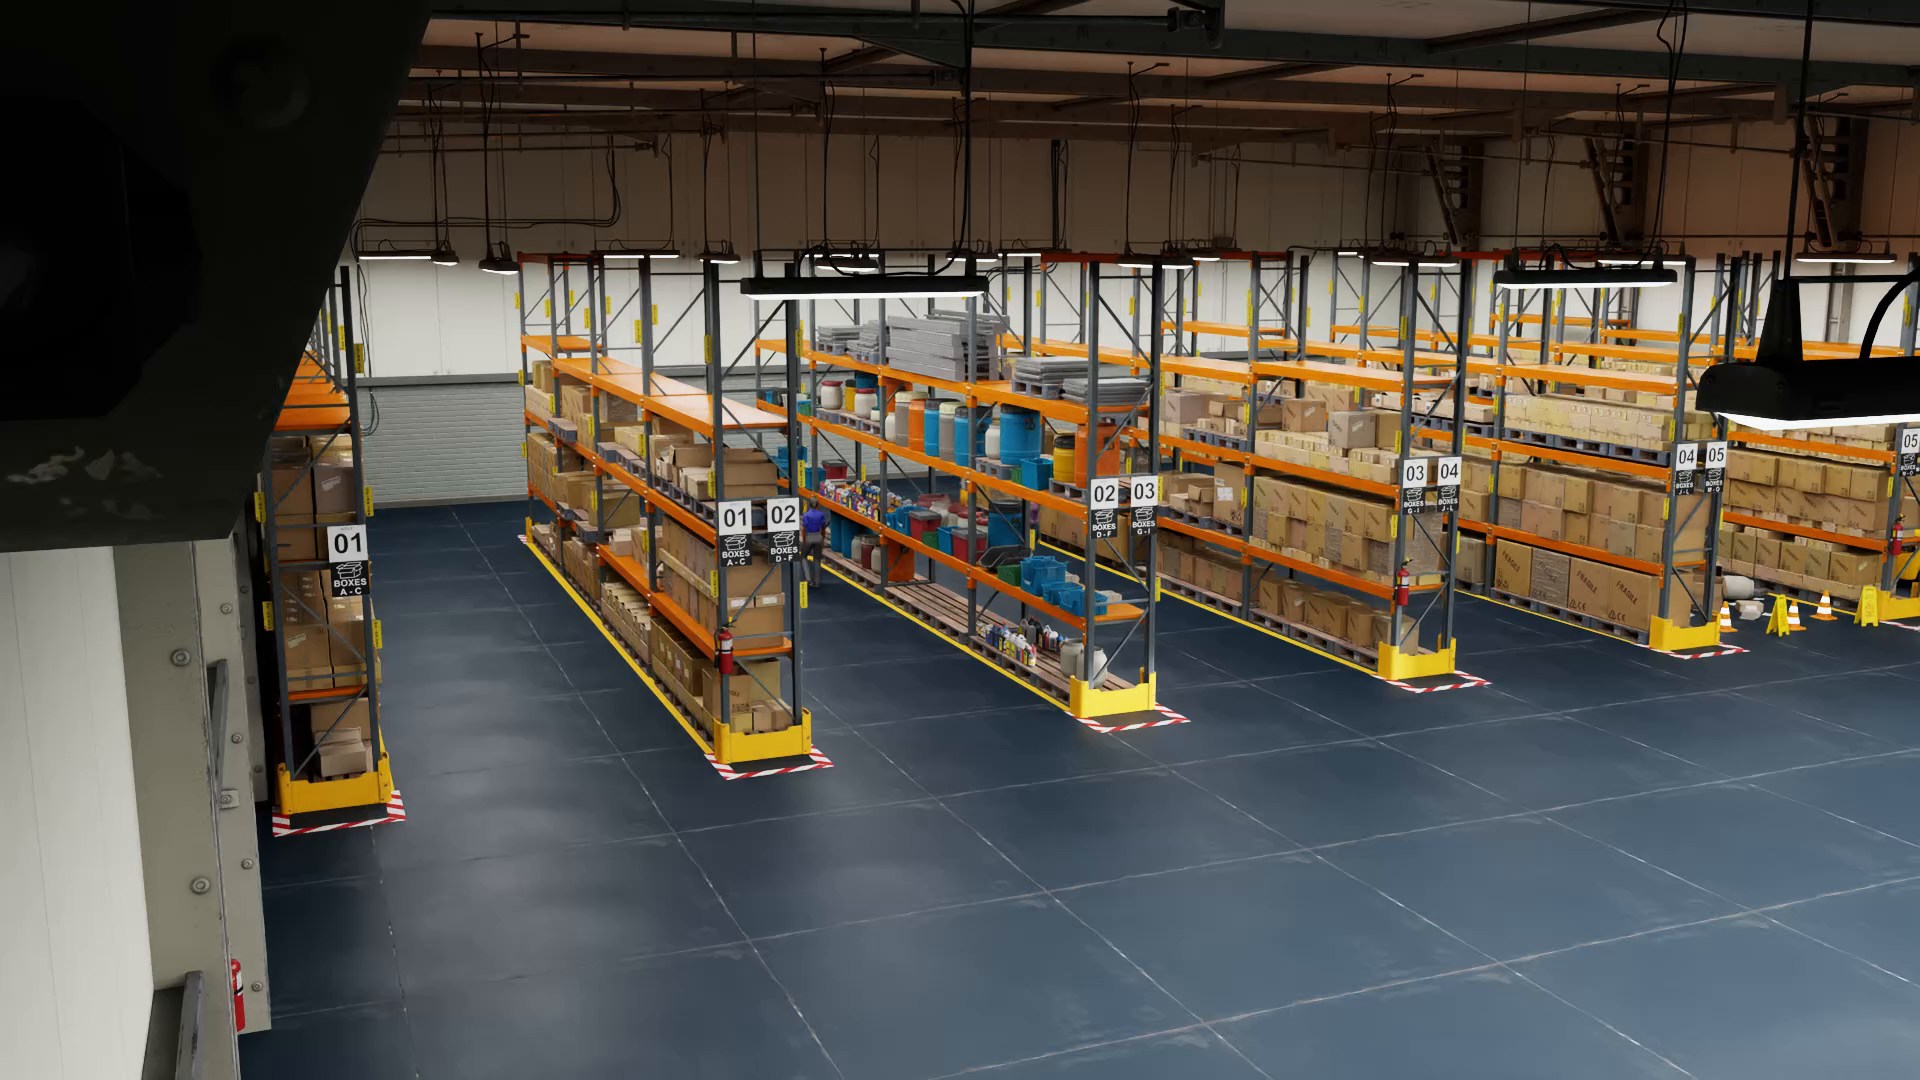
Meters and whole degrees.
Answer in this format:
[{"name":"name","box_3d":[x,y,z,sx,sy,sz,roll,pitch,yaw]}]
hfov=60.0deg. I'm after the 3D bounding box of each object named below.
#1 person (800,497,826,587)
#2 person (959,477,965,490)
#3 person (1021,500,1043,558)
[{"name":"person","box_3d":[-2.676,0.041,30.210,0.490,1.671,0.423,-4,11,-20]},{"name":"person","box_3d":[0.051,-2.118,41.977,0.465,1.601,1.076,2,11,13]},{"name":"person","box_3d":[1.374,-0.330,32.542,0.575,1.510,0.790,-2,11,-12]}]
